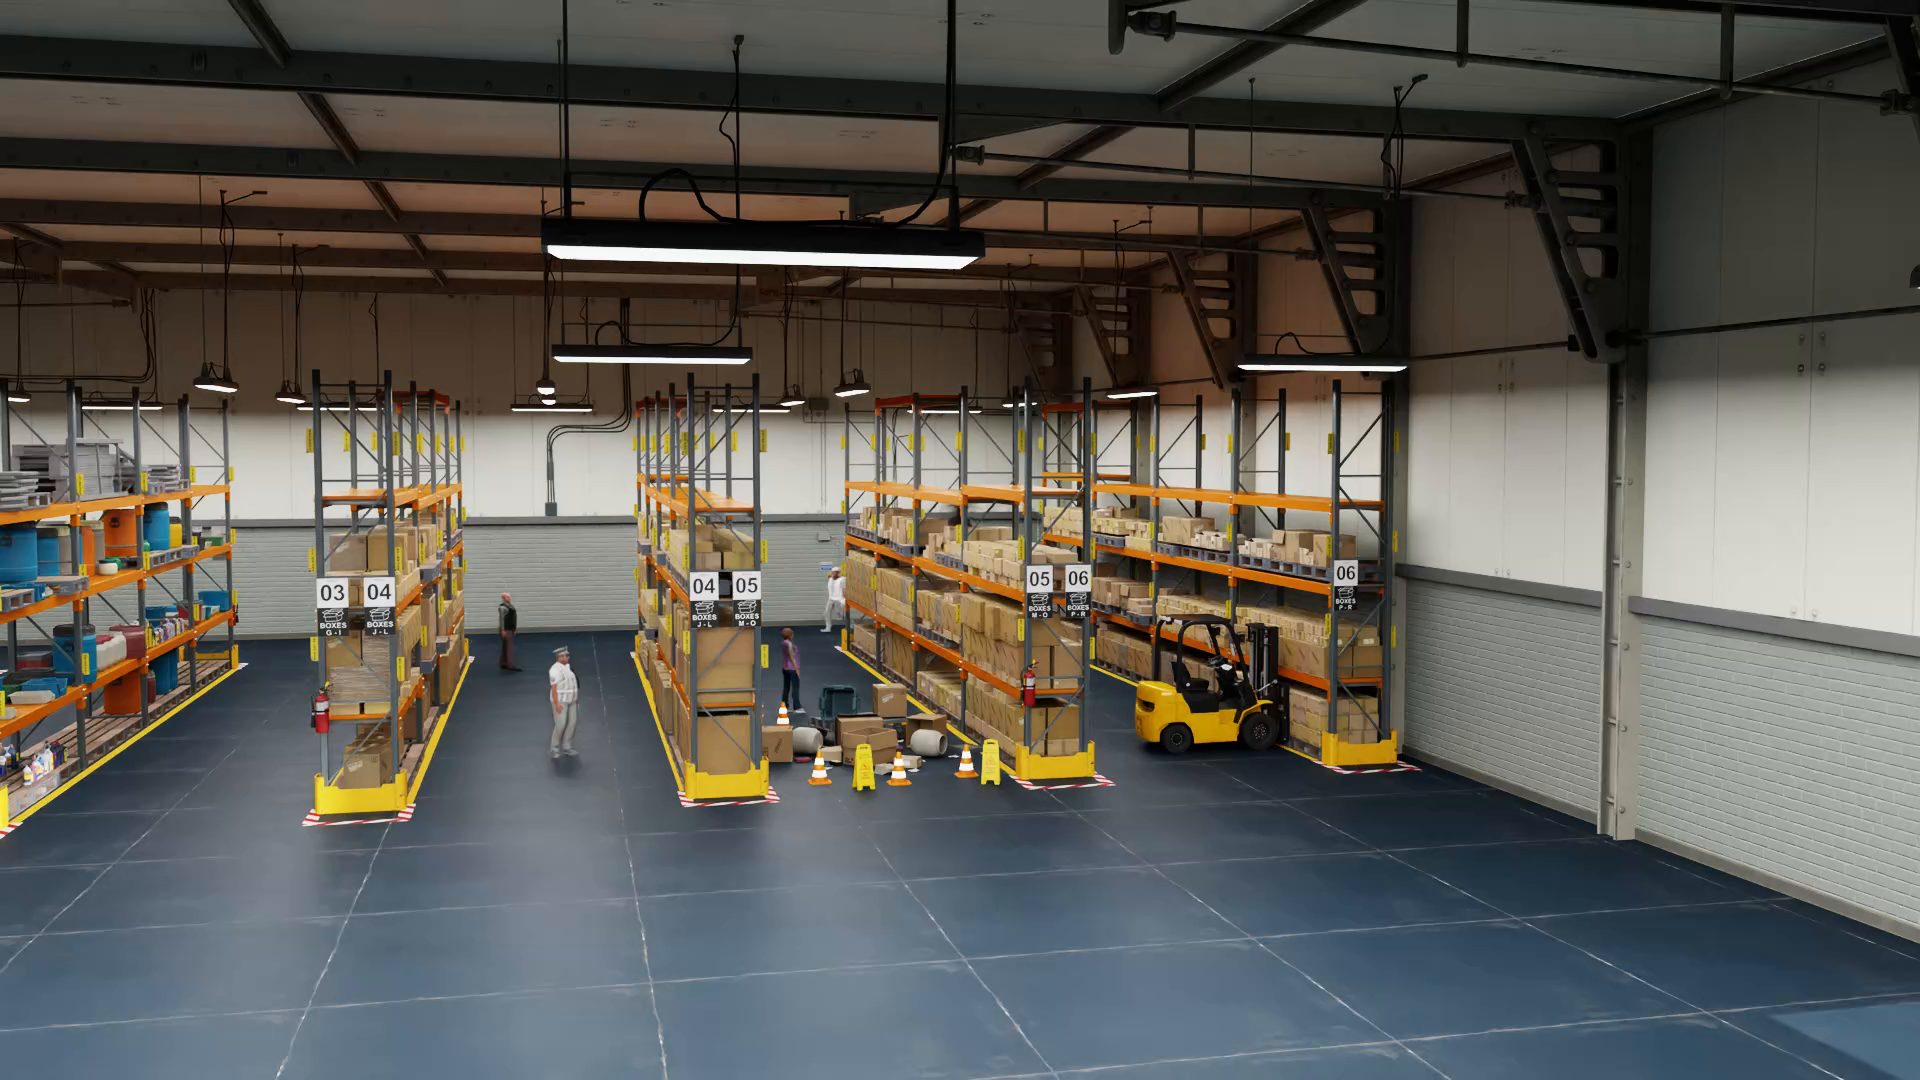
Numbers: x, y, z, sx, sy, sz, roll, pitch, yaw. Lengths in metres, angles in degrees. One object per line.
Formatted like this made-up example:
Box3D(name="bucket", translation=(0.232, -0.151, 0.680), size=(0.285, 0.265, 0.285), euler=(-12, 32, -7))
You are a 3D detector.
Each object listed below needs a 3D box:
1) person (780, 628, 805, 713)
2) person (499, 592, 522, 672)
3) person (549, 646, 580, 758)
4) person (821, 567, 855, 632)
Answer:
Box3D(name="person", translation=(-3.109, 2.418, 30.873), size=(0.392, 1.592, 0.469), euler=(-3, 4, -40))
Box3D(name="person", translation=(-9.935, 2.024, 36.762), size=(0.527, 1.733, 0.556), euler=(0, 3, -4))
Box3D(name="person", translation=(-6.346, 2.635, 26.738), size=(0.423, 1.861, 0.599), euler=(2, 4, 26))
Box3D(name="person", translation=(-3.286, 1.577, 44.202), size=(0.953, 1.739, 0.664), euler=(-3, 4, -41))
